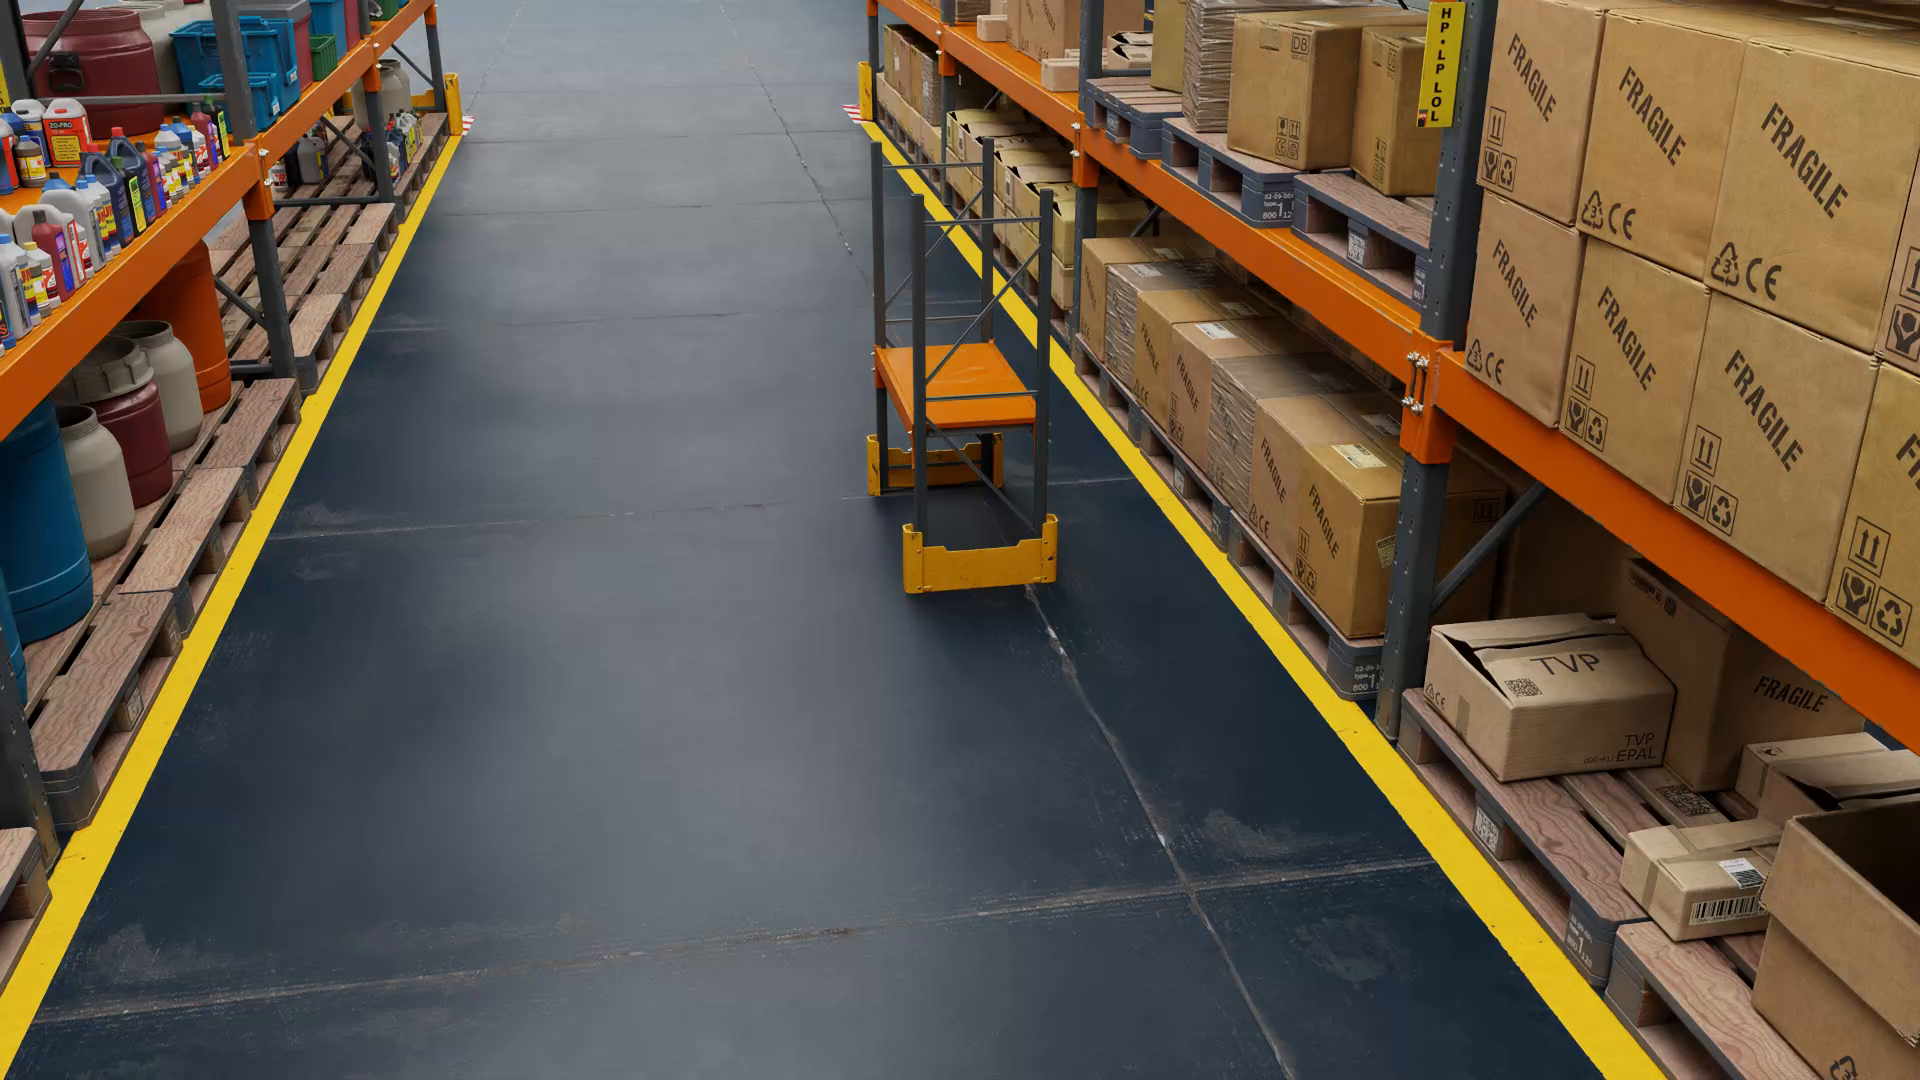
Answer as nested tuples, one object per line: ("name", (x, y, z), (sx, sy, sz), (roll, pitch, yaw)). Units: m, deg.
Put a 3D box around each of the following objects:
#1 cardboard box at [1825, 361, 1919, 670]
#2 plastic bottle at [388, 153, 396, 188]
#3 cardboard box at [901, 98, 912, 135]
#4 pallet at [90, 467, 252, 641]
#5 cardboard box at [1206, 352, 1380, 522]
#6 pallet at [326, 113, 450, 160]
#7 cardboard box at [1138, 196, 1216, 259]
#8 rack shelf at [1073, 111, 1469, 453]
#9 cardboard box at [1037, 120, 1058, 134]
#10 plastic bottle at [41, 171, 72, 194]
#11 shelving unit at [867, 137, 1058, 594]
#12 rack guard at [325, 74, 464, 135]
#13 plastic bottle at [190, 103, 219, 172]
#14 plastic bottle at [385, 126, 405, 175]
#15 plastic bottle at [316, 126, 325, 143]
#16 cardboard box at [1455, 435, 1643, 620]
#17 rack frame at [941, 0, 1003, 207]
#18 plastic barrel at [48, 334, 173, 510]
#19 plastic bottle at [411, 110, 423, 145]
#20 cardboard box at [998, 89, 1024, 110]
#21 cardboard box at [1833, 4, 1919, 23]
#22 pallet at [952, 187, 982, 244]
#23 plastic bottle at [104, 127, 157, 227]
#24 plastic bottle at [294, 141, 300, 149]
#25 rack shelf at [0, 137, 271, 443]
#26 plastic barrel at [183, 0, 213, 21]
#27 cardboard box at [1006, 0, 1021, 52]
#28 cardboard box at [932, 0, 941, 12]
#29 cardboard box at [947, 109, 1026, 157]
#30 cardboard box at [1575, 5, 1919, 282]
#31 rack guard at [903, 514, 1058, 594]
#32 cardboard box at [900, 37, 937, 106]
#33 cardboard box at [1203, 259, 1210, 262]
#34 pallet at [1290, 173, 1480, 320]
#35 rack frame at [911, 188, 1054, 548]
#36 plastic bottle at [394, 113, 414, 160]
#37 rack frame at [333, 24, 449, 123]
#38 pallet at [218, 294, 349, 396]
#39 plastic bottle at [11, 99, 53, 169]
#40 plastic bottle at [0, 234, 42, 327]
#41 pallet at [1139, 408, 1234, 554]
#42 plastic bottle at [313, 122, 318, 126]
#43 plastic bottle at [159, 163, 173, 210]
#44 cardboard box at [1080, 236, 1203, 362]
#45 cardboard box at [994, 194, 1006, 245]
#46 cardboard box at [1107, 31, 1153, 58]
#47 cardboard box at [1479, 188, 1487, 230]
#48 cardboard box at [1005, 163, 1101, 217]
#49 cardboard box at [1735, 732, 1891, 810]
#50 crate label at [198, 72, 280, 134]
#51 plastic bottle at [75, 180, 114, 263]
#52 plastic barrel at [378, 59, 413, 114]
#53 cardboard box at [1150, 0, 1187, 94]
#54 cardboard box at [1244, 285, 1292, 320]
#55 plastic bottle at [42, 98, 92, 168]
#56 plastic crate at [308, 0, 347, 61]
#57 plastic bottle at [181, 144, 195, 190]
("cardboard box", (1.951, -0.018, 2.918), (0.500, 0.500, 0.500), (-5, 24, -10))
("plastic bottle", (-4.135, -2.681, 12.000), (0.097, 0.271, 0.097), (0, 24, 0))
("cardboard box", (-0.222, -3.625, 14.214), (0.500, 0.250, 0.500), (-4, 24, -10))
("pallet", (-3.358, 0.065, 6.337), (1.003, 0.211, 1.213), (-4, 24, -10))
("cardboard box", (1.293, -0.412, 6.519), (0.500, 0.500, 0.500), (-4, 24, -9))
("pallet", (-5.041, -3.521, 14.548), (1.003, 0.211, 1.213), (-4, 24, -10))
("cardboard box", (1.293, -1.781, 9.290), (0.500, 0.311, 0.500), (-4, 24, -8))
("rack shelf", (1.471, -1.247, 6.757), (1.077, 0.370, 4.000), (-4, 24, -10))
("cardboard box", (0.821, -2.784, 11.587), (0.500, 0.311, 0.500), (-4, 24, -8))
("plastic bottle", (-3.125, -1.146, 5.786), (0.097, 0.271, 0.097), (0, 24, 0))
("shelving unit", (-0.014, -0.717, 6.518), (0.587, 1.500, 1.083), (-4, 24, -10))
("rack guard", (-5.186, -3.973, 15.223), (1.175, 0.500, 0.348), (-4, 24, -10))
("plastic bottle", (-3.231, -1.727, 7.102), (0.061, 0.283, 0.133), (-4, 24, -10))
("plastic bottle", (-4.249, -2.908, 12.420), (0.144, 0.351, 0.185), (-4, 24, -8))
("plastic bottle", (-4.926, -3.036, 12.797), (0.061, 0.283, 0.133), (-4, 24, -10))
("cardboard box", (1.991, -0.055, 5.701), (0.500, 0.500, 0.500), (-5, 24, -12))
("rack frame", (0.362, -3.937, 12.017), (1.000, 3.000, 0.127), (-4, 24, -10))
("plastic barrel", (-3.451, -0.451, 6.522), (0.600, 0.588, 0.708), (-4, 24, -10))
("plastic bottle", (-4.437, -3.368, 13.557), (0.061, 0.283, 0.133), (-4, 24, -8))
("cardboard box", (0.584, -3.419, 12.804), (0.500, 0.500, 0.500), (-4, 24, -10))
("cardboard box", (2.286, -0.913, 3.720), (0.500, 0.500, 0.500), (-5, 24, -11))
("pallet", (0.536, -2.372, 11.918), (1.003, 0.211, 1.213), (-4, 24, -10))
("plastic bottle", (-3.074, -1.333, 6.117), (0.144, 0.351, 0.185), (-4, 24, -10))
("plastic bottle", (-4.945, -2.867, 12.327), (0.144, 0.351, 0.185), (-6, 24, -12))
("rack shelf", (-3.398, -0.882, 5.921), (1.077, 0.370, 4.000), (-4, 24, -10))
("plastic barrel", (-4.330, -2.783, 9.205), (0.433, 0.535, 0.433), (0, 24, 0))
("cardboard box", (0.585, -3.472, 10.828), (0.500, 0.500, 0.500), (-3, 24, -6))
("cardboard box", (0.169, -4.364, 12.869), (0.700, 0.500, 0.500), (-5, 24, -10))
("cardboard box", (0.193, -2.946, 11.957), (0.500, 0.311, 0.500), (-4, 24, -10))
("cardboard box", (1.747, -0.885, 3.655), (0.500, 0.500, 0.500), (-5, 24, -11))
("rack guard", (0.078, 0.051, 6.320), (0.587, 0.250, 0.087), (-4, 24, -10))
("cardboard box", (-0.223, -3.969, 14.064), (0.500, 0.500, 0.500), (-4, 24, -10))
("cardboard box", (1.293, -1.524, 9.402), (0.500, 0.250, 0.500), (-4, 24, -10))
("pallet", (1.800, -1.025, 5.589), (1.003, 0.211, 1.213), (-4, 24, -10))
("rack frame", (0.078, -0.521, 6.069), (0.500, 1.500, 0.032), (-4, 24, -10))
("plastic bottle", (-4.362, -3.149, 12.973), (0.144, 0.351, 0.185), (-4, 24, -10))
("rack frame", (-5.247, -5.145, 14.783), (1.000, 3.000, 0.127), (-4, 24, -10))
("pallet", (-3.873, -1.028, 8.841), (1.003, 0.211, 1.213), (-4, 24, -10))
("plastic bottle", (-4.005, -1.748, 7.159), (0.152, 0.276, 0.135), (-4, 24, -10))
("plastic bottle", (-2.801, -0.768, 4.922), (0.097, 0.271, 0.097), (0, 24, 0))
("pallet", (1.424, -0.311, 7.197), (1.003, 0.211, 1.213), (-4, 24, -10))
("plastic bottle", (-5.154, -3.226, 13.247), (0.097, 0.271, 0.097), (0, 24, 0))
("plastic bottle", (-3.101, -1.375, 6.398), (0.097, 0.201, 0.097), (0, 24, 0))
("cardboard box", (0.905, -1.220, 8.368), (0.500, 0.500, 0.500), (-3, 24, -7))
("cardboard box", (0.478, -2.088, 10.693), (0.500, 0.250, 0.500), (-4, 24, -9))
("cardboard box", (1.126, -2.689, 9.271), (0.500, 0.311, 0.500), (-5, 24, -10))
("cardboard box", (1.973, -1.232, 5.173), (0.700, 0.500, 0.500), (-13, 27, -27))
("cardboard box", (0.569, -2.144, 10.121), (0.500, 0.311, 0.500), (-4, 24, -10))
("cardboard box", (2.353, 0.661, 4.502), (0.380, 0.149, 0.250), (-4, 24, -10))
("crate label", (-3.477, -2.115, 8.055), (0.303, 0.233, 0.416), (-4, 24, -10))
("plastic bottle", (-2.948, -1.080, 5.635), (0.097, 0.271, 0.097), (0, 24, 0))
("plastic barrel", (-5.050, -3.945, 14.618), (0.421, 0.512, 0.421), (0, 24, 0))
("cardboard box", (1.328, -2.363, 7.762), (0.700, 0.500, 0.500), (-13, 27, -27))
("cardboard box", (1.600, -0.866, 7.558), (0.500, 0.500, 0.500), (-5, 24, -12))
("plastic bottle", (-3.856, -1.759, 7.185), (0.152, 0.276, 0.135), (-4, 24, -10))
("plastic crate", (-3.997, -3.154, 10.243), (0.392, 0.384, 0.575), (-4, 24, -10))
("plastic bottle", (-3.173, -1.528, 6.748), (0.097, 0.201, 0.097), (0, 24, 0))
